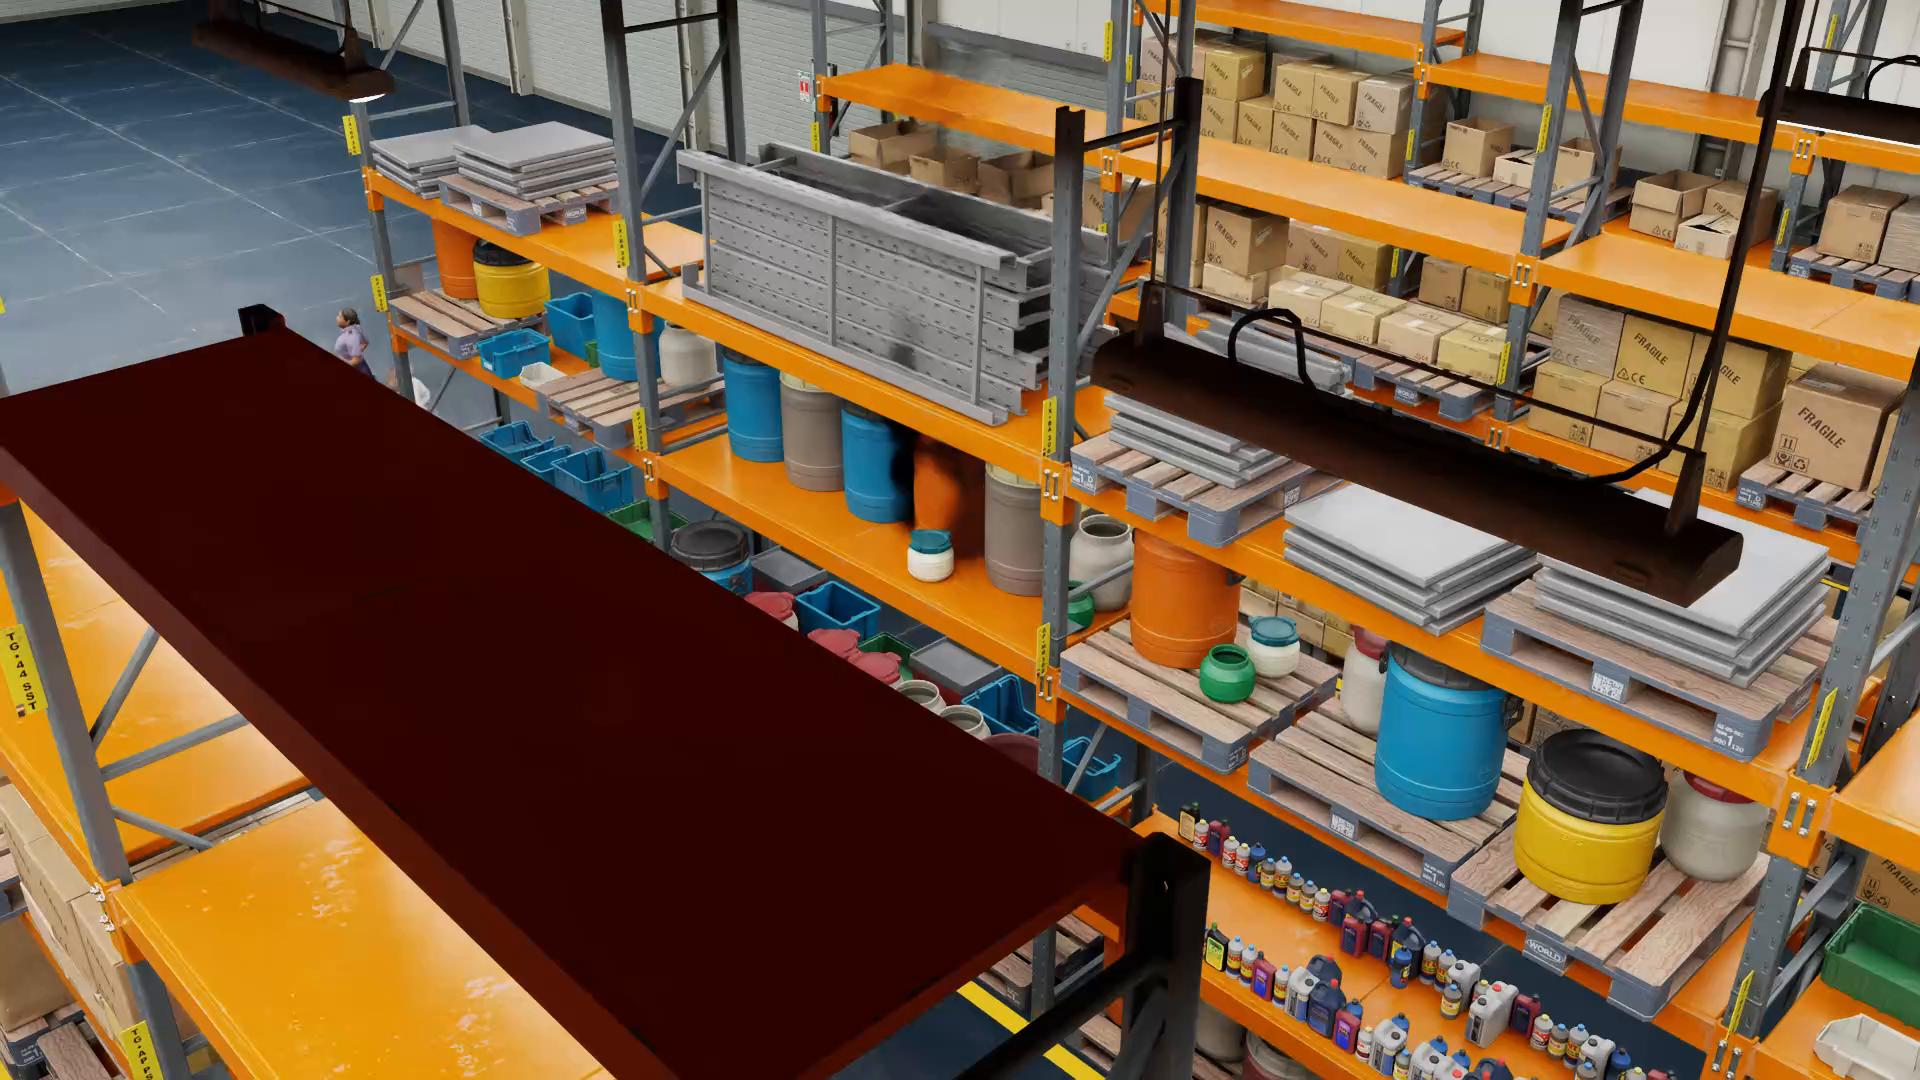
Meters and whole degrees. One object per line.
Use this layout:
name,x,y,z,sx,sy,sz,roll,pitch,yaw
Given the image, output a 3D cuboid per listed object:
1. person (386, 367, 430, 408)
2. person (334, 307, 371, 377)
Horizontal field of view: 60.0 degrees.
person,-5.502,-1.036,17.016,0.649,1.686,0.751,-4,29,-8
person,-6.740,-1.848,18.617,0.668,1.599,0.613,-7,29,-13
